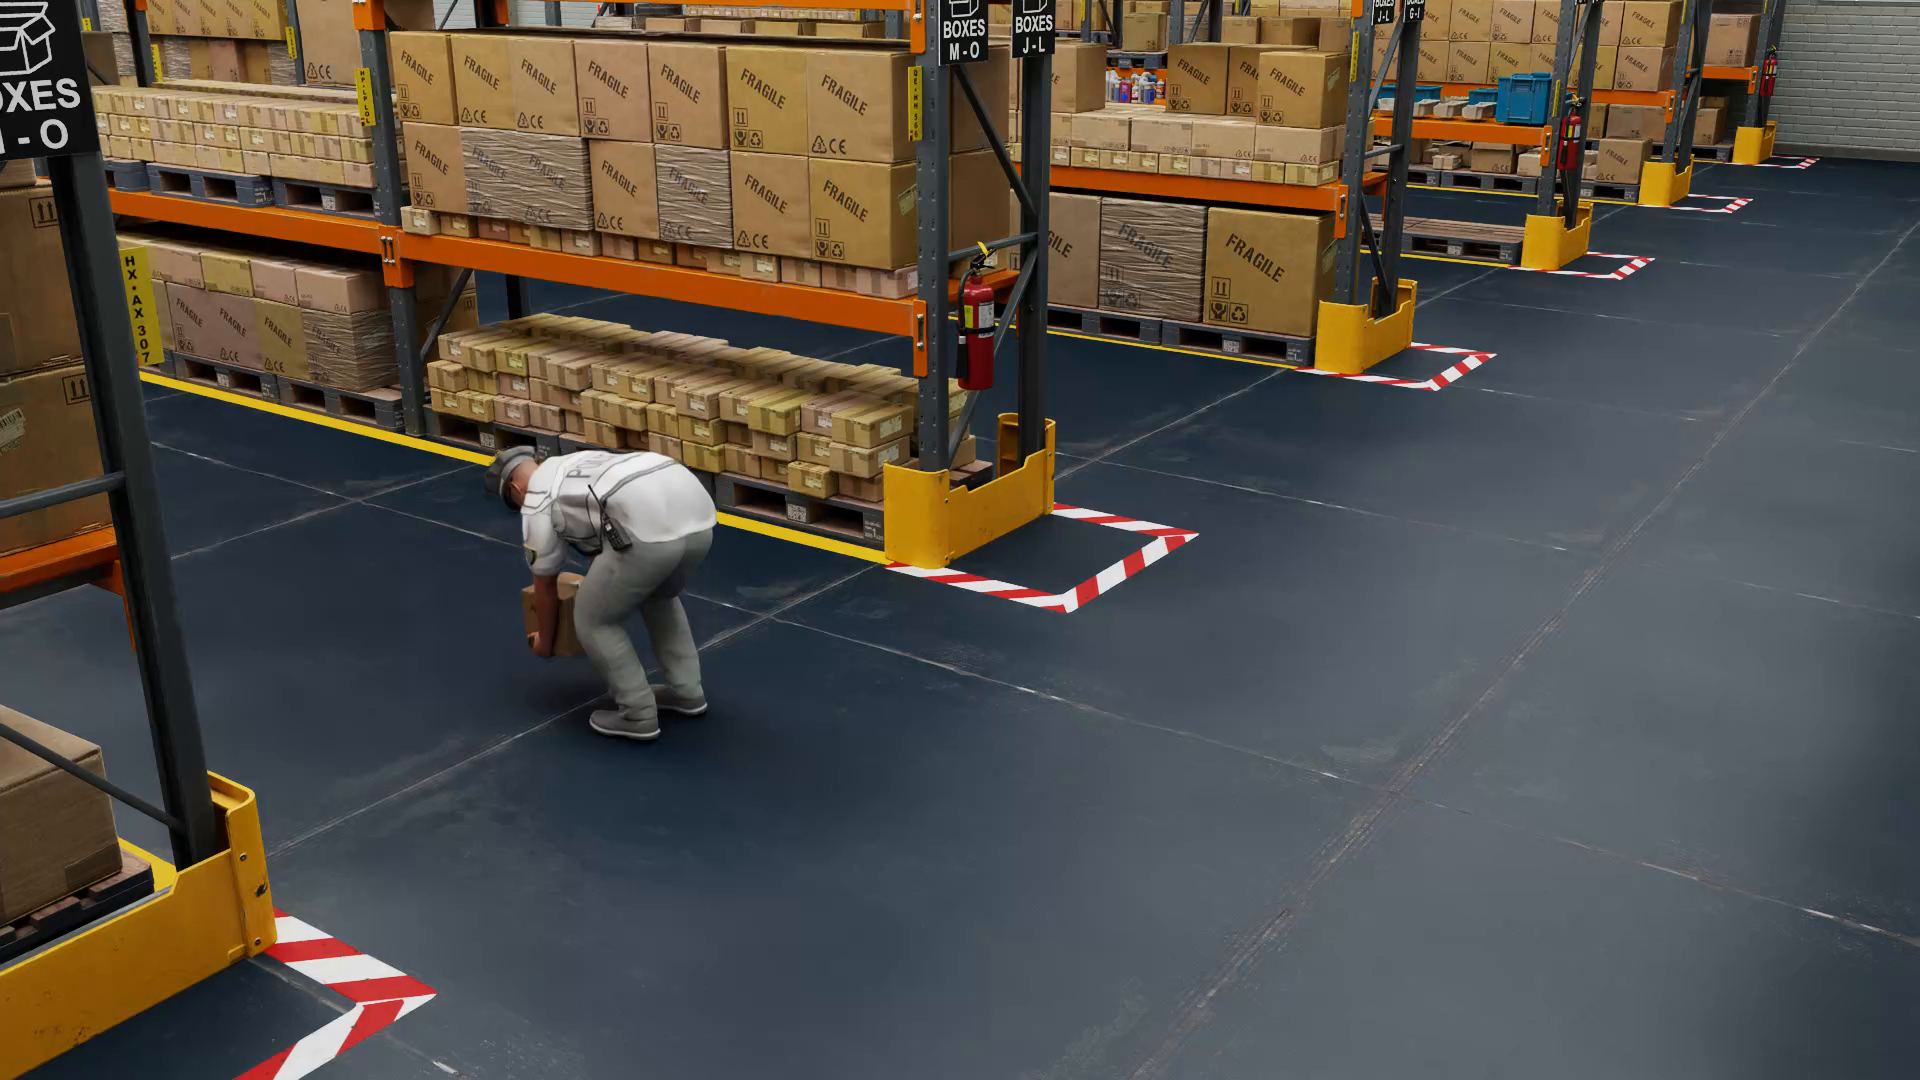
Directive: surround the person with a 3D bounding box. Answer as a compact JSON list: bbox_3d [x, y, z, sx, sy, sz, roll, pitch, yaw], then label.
[{"bbox_3d":[-1.427,0.166,6.584,1.045,1.091,0.509,12,23,30],"label":"person"}]
